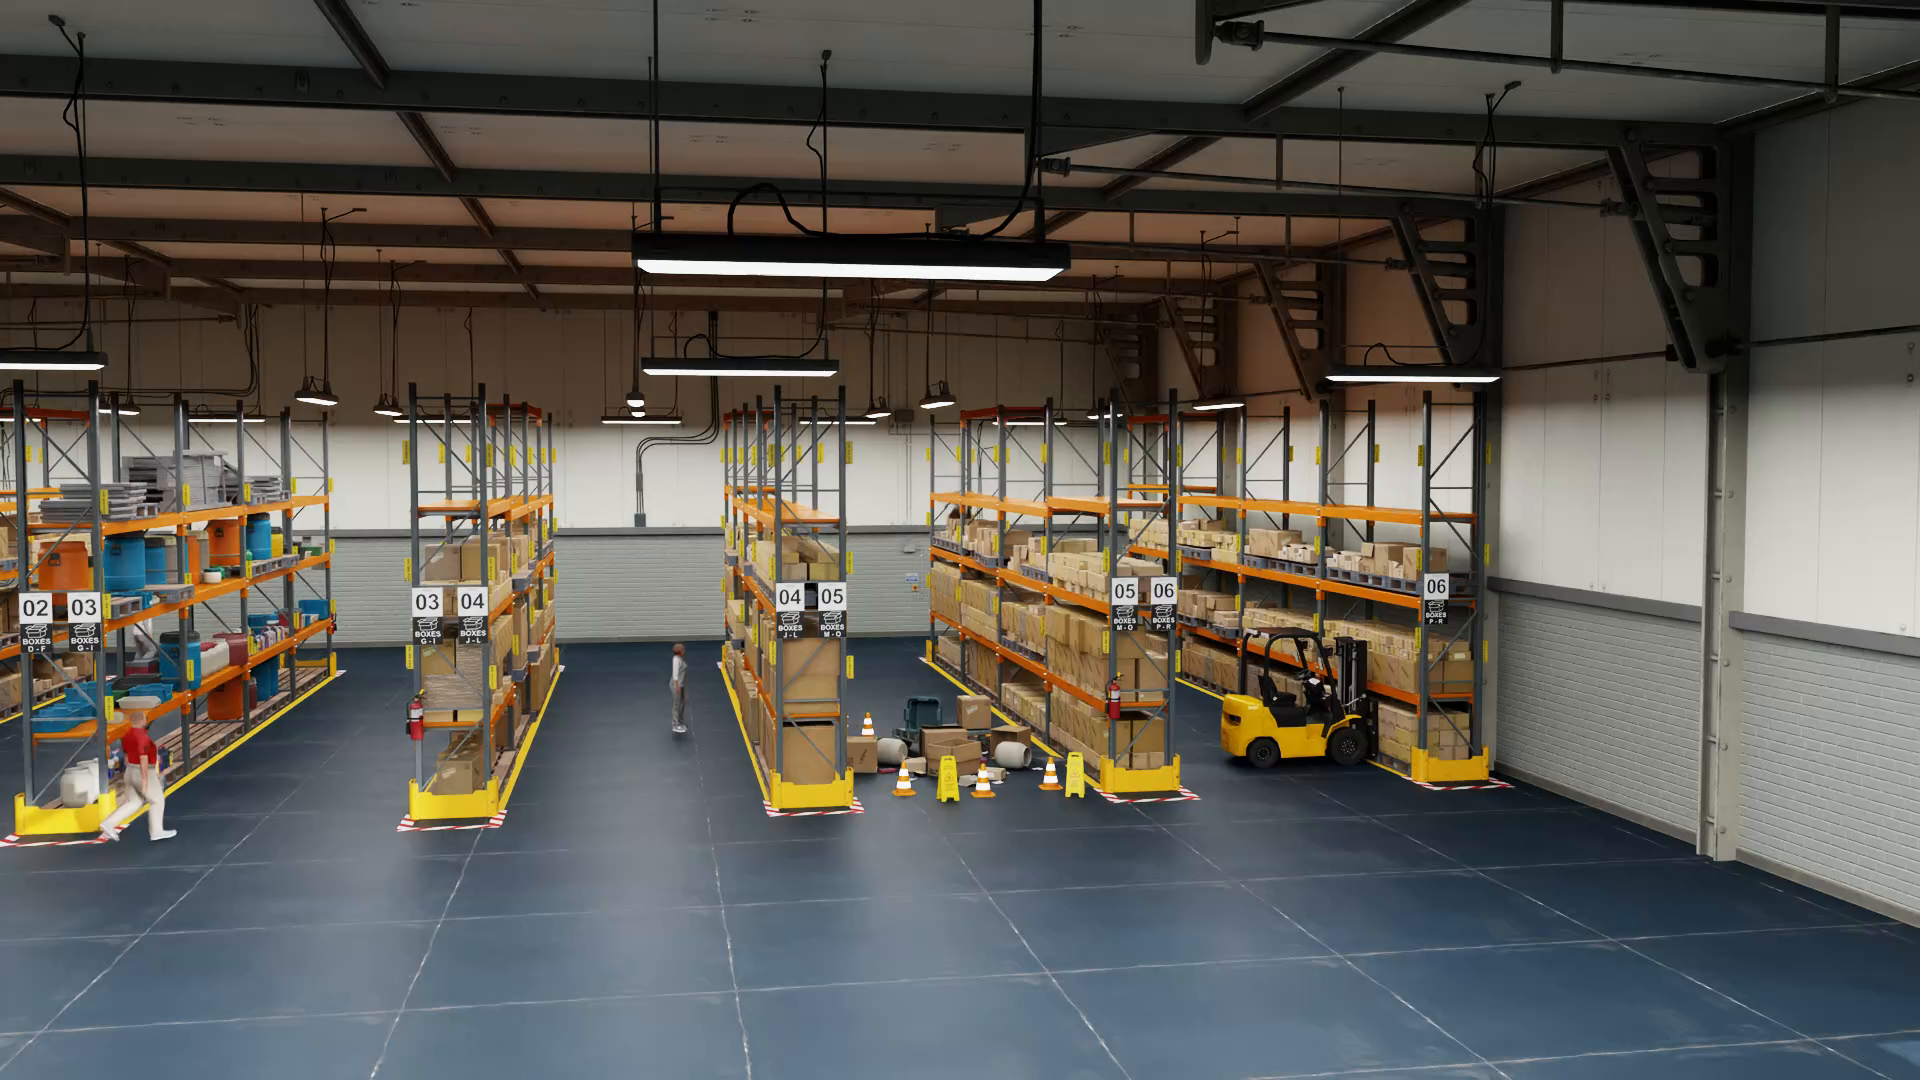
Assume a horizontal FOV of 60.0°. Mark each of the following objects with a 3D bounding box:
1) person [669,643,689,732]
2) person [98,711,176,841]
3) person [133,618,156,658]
[{"bbox_3d":[-5.121,2.720,30.243,0.332,1.627,0.500,0,3,4],"label":"person"},{"bbox_3d":[-10.617,3.049,21.462,0.548,1.692,0.887,2,4,35],"label":"person"},{"bbox_3d":[-18.632,2.177,37.919,0.621,1.774,0.385,3,4,45],"label":"person"}]
